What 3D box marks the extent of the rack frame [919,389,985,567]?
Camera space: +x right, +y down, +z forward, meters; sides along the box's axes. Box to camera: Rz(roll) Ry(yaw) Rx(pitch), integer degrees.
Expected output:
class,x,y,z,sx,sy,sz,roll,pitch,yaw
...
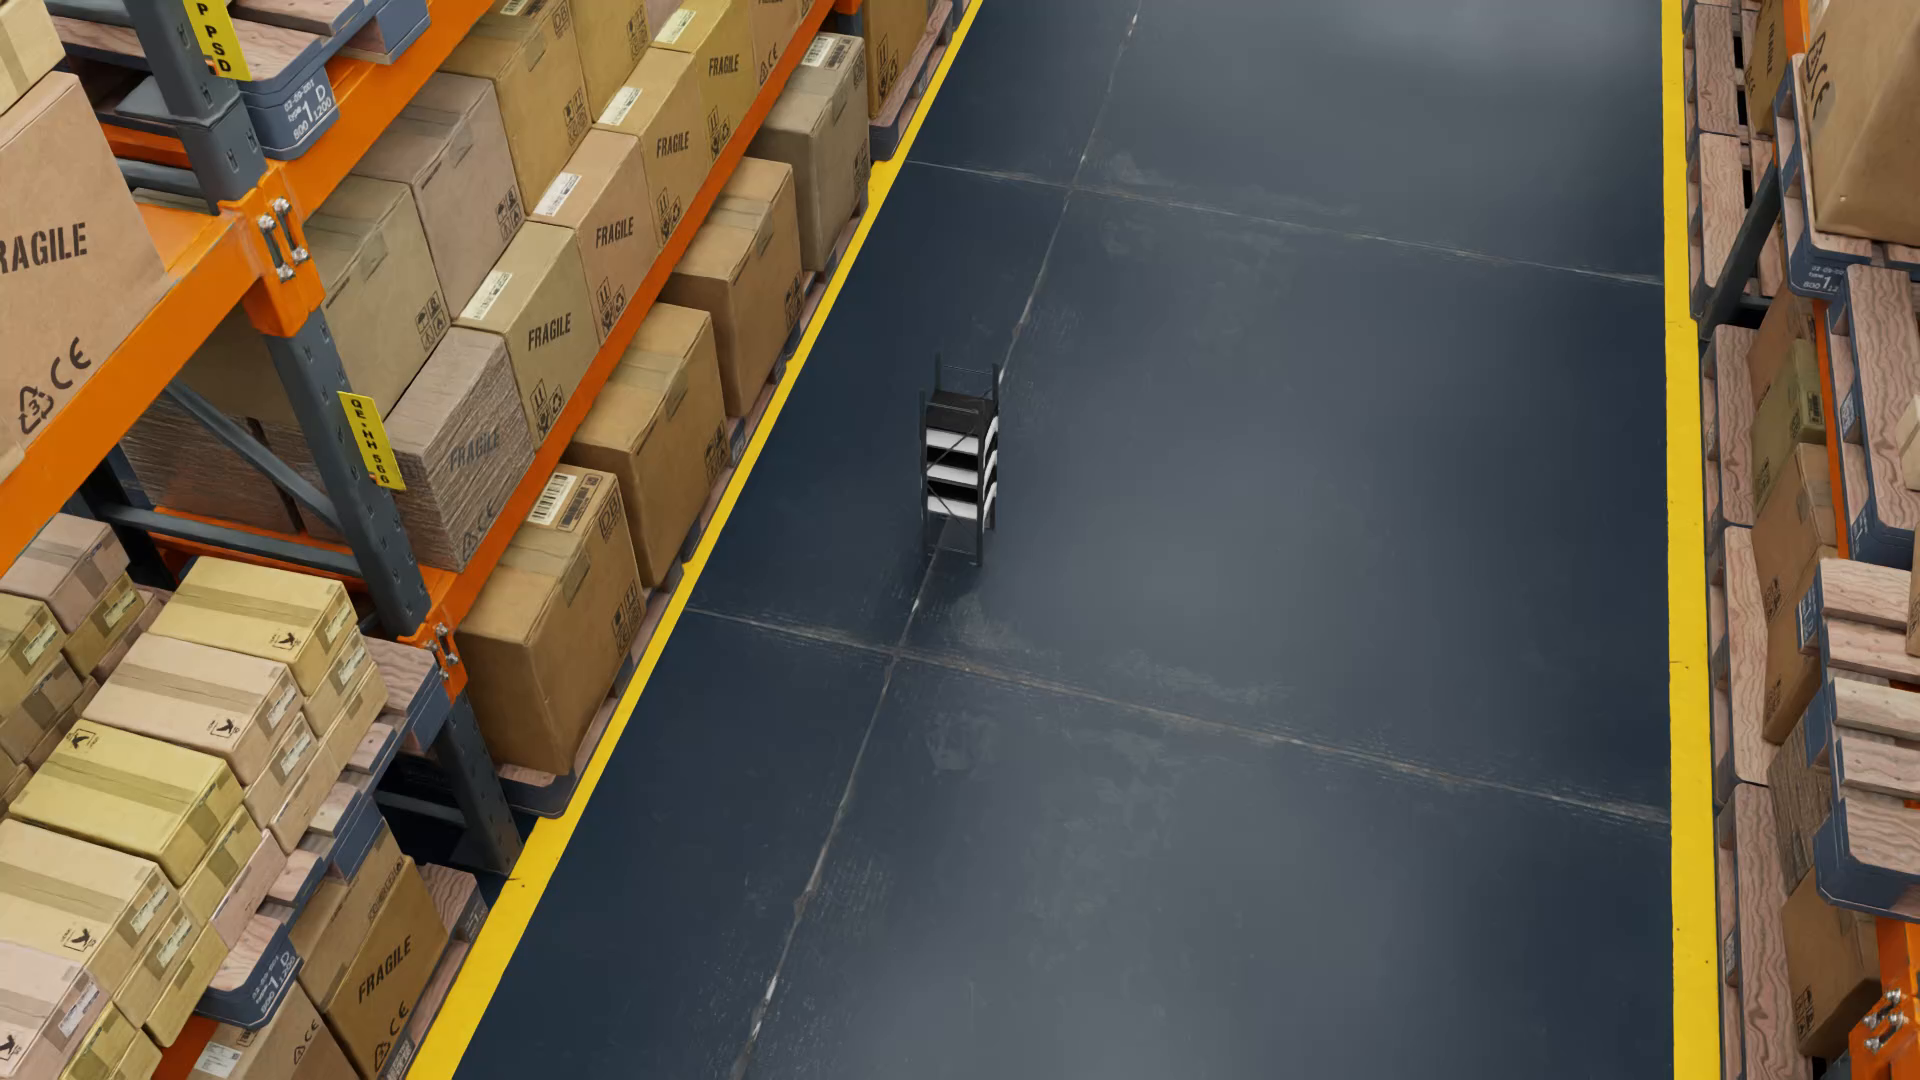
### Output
class,x,y,z,sx,sy,sz,roll,pitch,yaw
rack frame,-0.029,-0.218,6.261,0.240,0.900,0.006,12,50,10

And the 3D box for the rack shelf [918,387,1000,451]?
class,x,y,z,sx,sy,sz,roll,pitch,yaw
rack shelf,-0.002,-0.449,6.149,0.258,0.077,0.200,12,50,10

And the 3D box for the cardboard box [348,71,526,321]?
class,x,y,z,sx,sy,sz,roll,pitch,yaw
cardboard box,-1.740,-1.041,4.854,0.700,0.500,0.500,11,49,9

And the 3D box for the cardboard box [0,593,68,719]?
class,x,y,z,sx,sy,sz,roll,pitch,yaw
cardboard box,-2.376,0.250,3.939,0.380,0.149,0.250,10,49,9

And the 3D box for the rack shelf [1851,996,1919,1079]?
class,x,y,z,sx,sy,sz,roll,pitch,yaw
rack shelf,2.232,2.748,2.723,1.077,0.370,4.000,12,50,10

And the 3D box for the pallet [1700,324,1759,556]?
class,x,y,z,sx,sy,sz,roll,pitch,yaw
pallet,3.608,-0.344,6.832,1.003,0.211,1.213,12,50,10

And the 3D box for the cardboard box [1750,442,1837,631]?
class,x,y,z,sx,sy,sz,roll,pitch,yaw
cardboard box,3.339,0.037,6.009,0.700,0.500,0.500,8,49,7

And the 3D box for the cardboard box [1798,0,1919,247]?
class,x,y,z,sx,sy,sz,roll,pitch,yaw
cardboard box,3.467,-1.620,5.418,1.000,1.000,1.000,12,50,10

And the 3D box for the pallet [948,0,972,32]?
class,x,y,z,sx,sy,sz,roll,pitch,yaw
pallet,-0.352,-3.379,9.510,1.003,0.211,1.213,12,50,10

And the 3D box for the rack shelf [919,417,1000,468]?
class,x,y,z,sx,sy,sz,roll,pitch,yaw
rack shelf,-0.002,-0.389,6.216,0.258,0.077,0.200,12,50,10

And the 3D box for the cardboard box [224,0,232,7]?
class,x,y,z,sx,sy,sz,roll,pitch,yaw
cardboard box,-1.758,-1.280,3.618,0.380,0.149,0.250,10,49,9

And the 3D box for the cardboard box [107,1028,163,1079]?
class,x,y,z,sx,sy,sz,roll,pitch,yaw
cardboard box,-1.959,1.143,3.547,0.380,0.149,0.250,10,49,8

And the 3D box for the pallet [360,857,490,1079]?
class,x,y,z,sx,sy,sz,roll,pitch,yaw
pallet,-2.207,1.499,5.205,1.003,0.211,1.213,12,50,10

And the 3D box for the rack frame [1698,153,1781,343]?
class,x,y,z,sx,sy,sz,roll,pitch,yaw
rack frame,3.812,-1.830,6.283,1.000,3.000,0.127,12,50,10

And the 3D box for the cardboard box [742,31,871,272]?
class,x,y,z,sx,sy,sz,roll,pitch,yaw
cardboard box,-1.024,-1.810,7.486,1.050,0.750,0.750,11,50,10

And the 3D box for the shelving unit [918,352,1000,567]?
class,x,y,z,sx,sy,sz,roll,pitch,yaw
shelving unit,-0.002,-0.292,6.326,0.258,0.900,0.210,12,50,10

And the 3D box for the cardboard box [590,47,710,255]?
class,x,y,z,sx,sy,sz,roll,pitch,yaw
cardboard box,-1.224,-1.386,5.825,0.500,0.500,0.500,11,50,10

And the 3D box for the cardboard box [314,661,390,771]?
class,x,y,z,sx,sy,sz,roll,pitch,yaw
cardboard box,-1.686,0.403,4.200,0.380,0.149,0.250,12,50,11

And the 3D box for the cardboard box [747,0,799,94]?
class,x,y,z,sx,sy,sz,roll,pitch,yaw
cardboard box,-0.959,-2.119,6.472,0.500,0.500,0.500,11,50,10

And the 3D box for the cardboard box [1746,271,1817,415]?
class,x,y,z,sx,sy,sz,roll,pitch,yaw
cardboard box,3.629,-0.709,6.667,0.700,0.500,0.500,8,49,7

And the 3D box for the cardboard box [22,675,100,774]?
class,x,y,z,sx,sy,sz,roll,pitch,yaw
cardboard box,-2.383,0.433,4.173,0.380,0.149,0.250,14,50,12

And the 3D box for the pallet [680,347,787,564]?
class,x,y,z,sx,sy,sz,roll,pitch,yaw
pallet,-1.396,-0.501,6.970,1.003,0.211,1.213,12,50,10

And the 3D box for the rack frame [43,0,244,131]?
class,x,y,z,sx,sy,sz,roll,pitch,yaw
rack frame,-2.000,-1.974,2.409,1.000,3.000,0.127,12,50,10

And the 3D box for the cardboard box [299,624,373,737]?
class,x,y,z,sx,sy,sz,roll,pitch,yaw
cardboard box,-1.690,0.304,4.089,0.380,0.149,0.250,12,50,11

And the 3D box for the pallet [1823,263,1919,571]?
class,x,y,z,sx,sy,sz,roll,pitch,yaw
pallet,3.240,-0.313,5.073,1.003,0.211,1.213,12,50,10

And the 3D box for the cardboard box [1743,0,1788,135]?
class,x,y,z,sx,sy,sz,roll,pitch,yaw
cardboard box,4.186,-2.304,8.088,0.500,0.500,0.500,8,49,7

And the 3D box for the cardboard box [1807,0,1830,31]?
class,x,y,z,sx,sy,sz,roll,pitch,yaw
cardboard box,3.660,-2.139,6.724,0.380,0.149,0.250,12,50,10

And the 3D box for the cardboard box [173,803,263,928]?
class,x,y,z,sx,sy,sz,roll,pitch,yaw
cardboard box,-1.826,0.689,3.750,0.380,0.149,0.250,13,50,11

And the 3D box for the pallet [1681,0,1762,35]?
class,x,y,z,sx,sy,sz,roll,pitch,yaw
pallet,4.596,-3.165,9.321,1.003,0.211,1.213,12,50,10

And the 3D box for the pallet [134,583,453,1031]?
class,x,y,z,sx,sy,sz,roll,pitch,yaw
pallet,-2.085,0.611,4.257,1.213,0.211,1.003,12,50,10

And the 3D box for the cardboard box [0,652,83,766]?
class,x,y,z,sx,sy,sz,roll,pitch,yaw
cardboard box,-2.390,0.364,4.036,0.380,0.149,0.250,14,50,12

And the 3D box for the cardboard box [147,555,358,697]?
class,x,y,z,sx,sy,sz,roll,pitch,yaw
cardboard box,-1.686,0.204,3.979,0.380,0.149,0.250,10,49,9

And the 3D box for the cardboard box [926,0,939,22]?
class,x,y,z,sx,sy,sz,roll,pitch,yaw
cardboard box,-0.480,-3.412,8.816,0.875,0.875,0.875,12,50,10

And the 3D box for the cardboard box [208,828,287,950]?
class,x,y,z,sx,sy,sz,roll,pitch,yaw
cardboard box,-1.820,0.768,3.877,0.380,0.149,0.250,12,50,11

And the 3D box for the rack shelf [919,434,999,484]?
class,x,y,z,sx,sy,sz,roll,pitch,yaw
rack shelf,-0.002,-0.329,6.284,0.258,0.077,0.200,12,50,10

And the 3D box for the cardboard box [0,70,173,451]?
class,x,y,z,sx,sy,sz,roll,pitch,yaw
cardboard box,-1.905,-0.551,3.087,0.500,0.500,0.500,12,50,10

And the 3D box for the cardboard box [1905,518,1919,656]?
class,x,y,z,sx,sy,sz,roll,pitch,yaw
cardboard box,2.913,0.069,4.260,0.700,0.500,0.500,18,51,16

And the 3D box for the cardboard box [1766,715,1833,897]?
class,x,y,z,sx,sy,sz,roll,pitch,yaw
cardboard box,3.049,0.852,5.290,0.700,0.500,0.500,8,49,7

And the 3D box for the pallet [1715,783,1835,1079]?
class,x,y,z,sx,sy,sz,roll,pitch,yaw
pallet,2.966,1.421,5.274,1.003,0.211,1.213,12,50,10

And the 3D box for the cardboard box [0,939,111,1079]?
class,x,y,z,sx,sy,sz,roll,pitch,yaw
cardboard box,-1.959,0.941,3.328,0.380,0.149,0.250,12,50,10

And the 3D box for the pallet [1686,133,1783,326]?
class,x,y,z,sx,sy,sz,roll,pitch,yaw
pallet,3.954,-1.400,7.764,1.003,0.211,1.213,12,50,10

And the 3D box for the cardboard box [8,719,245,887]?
class,x,y,z,sx,sy,sz,roll,pitch,yaw
cardboard box,-1.824,0.574,3.652,0.380,0.149,0.250,13,50,11

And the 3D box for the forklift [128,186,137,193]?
class,x,y,z,sx,sy,sz,roll,pitch,yaw
forklift,-3.526,-2.039,6.514,3.031,2.935,1.130,17,51,14

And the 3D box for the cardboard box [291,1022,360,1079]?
class,x,y,z,sx,sy,sz,roll,pitch,yaw
cardboard box,-2.061,1.602,4.641,0.500,0.500,0.500,13,50,12

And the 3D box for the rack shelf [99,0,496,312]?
class,x,y,z,sx,sy,sz,roll,pitch,yaw
rack shelf,-1.473,-2.190,5.080,1.077,0.370,4.000,12,50,10

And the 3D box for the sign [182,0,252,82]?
class,x,y,z,sx,sy,sz,roll,pitch,yaw
sign,-1.477,-1.044,3.244,0.100,0.325,0.005,12,50,10

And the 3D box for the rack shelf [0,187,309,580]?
class,x,y,z,sx,sy,sz,roll,pitch,yaw
rack shelf,-2.526,0.703,2.526,1.077,0.370,4.000,12,50,10

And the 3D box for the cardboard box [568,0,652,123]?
class,x,y,z,sx,sy,sz,roll,pitch,yaw
cardboard box,-1.473,-1.783,5.508,0.700,0.500,0.500,11,50,10

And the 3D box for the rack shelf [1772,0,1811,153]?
class,x,y,z,sx,sy,sz,roll,pitch,yaw
rack shelf,4.338,-3.039,7.830,1.077,0.370,4.000,12,50,10

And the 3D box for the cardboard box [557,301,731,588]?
class,x,y,z,sx,sy,sz,roll,pitch,yaw
cardboard box,-1.526,-0.439,6.276,1.050,0.750,0.750,12,50,11

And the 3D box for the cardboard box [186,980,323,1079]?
class,x,y,z,sx,sy,sz,roll,pitch,yaw
cardboard box,-2.049,1.365,4.350,0.500,0.250,0.500,12,50,11

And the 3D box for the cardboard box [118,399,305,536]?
class,x,y,z,sx,sy,sz,roll,pitch,yaw
cardboard box,-2.140,-0.401,4.955,0.500,0.500,0.500,12,50,10

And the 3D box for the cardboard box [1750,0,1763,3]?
class,x,y,z,sx,sy,sz,roll,pitch,yaw
cardboard box,4.560,-3.148,8.833,0.500,0.500,0.500,24,53,20

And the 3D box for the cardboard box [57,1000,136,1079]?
class,x,y,z,sx,sy,sz,roll,pitch,yaw
cardboard box,-1.960,1.049,3.431,0.380,0.149,0.250,11,50,10

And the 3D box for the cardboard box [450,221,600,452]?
class,x,y,z,sx,sy,sz,roll,pitch,yaw
cardboard box,-1.490,-0.662,5.185,0.500,0.500,0.500,11,50,10
